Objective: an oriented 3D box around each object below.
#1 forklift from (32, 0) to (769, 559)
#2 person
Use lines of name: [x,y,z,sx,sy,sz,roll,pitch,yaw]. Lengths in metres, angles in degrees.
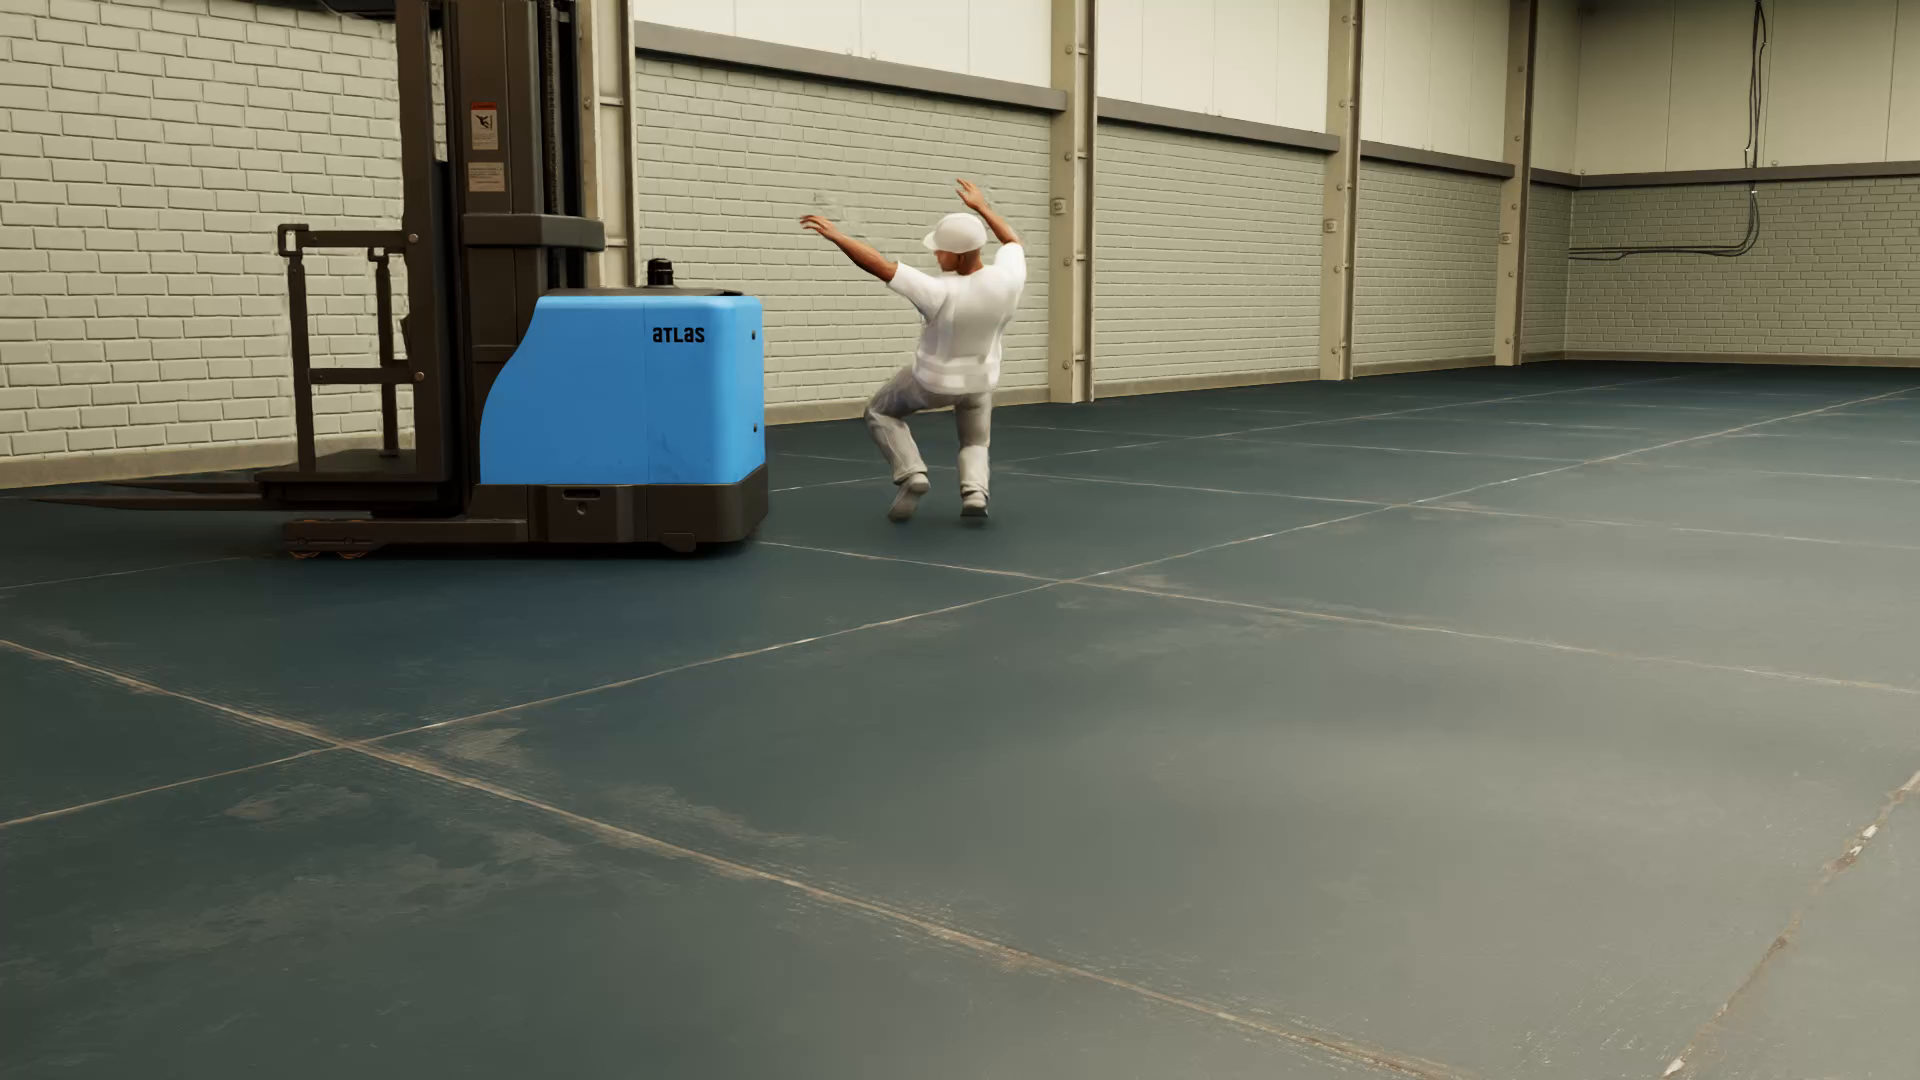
forklift: [-2.414,-1.447,7.170,3.031,2.935,1.130,0,8,1]
person: [-0.240,-0.886,7.870,1.137,1.663,0.832,-3,9,-20]
